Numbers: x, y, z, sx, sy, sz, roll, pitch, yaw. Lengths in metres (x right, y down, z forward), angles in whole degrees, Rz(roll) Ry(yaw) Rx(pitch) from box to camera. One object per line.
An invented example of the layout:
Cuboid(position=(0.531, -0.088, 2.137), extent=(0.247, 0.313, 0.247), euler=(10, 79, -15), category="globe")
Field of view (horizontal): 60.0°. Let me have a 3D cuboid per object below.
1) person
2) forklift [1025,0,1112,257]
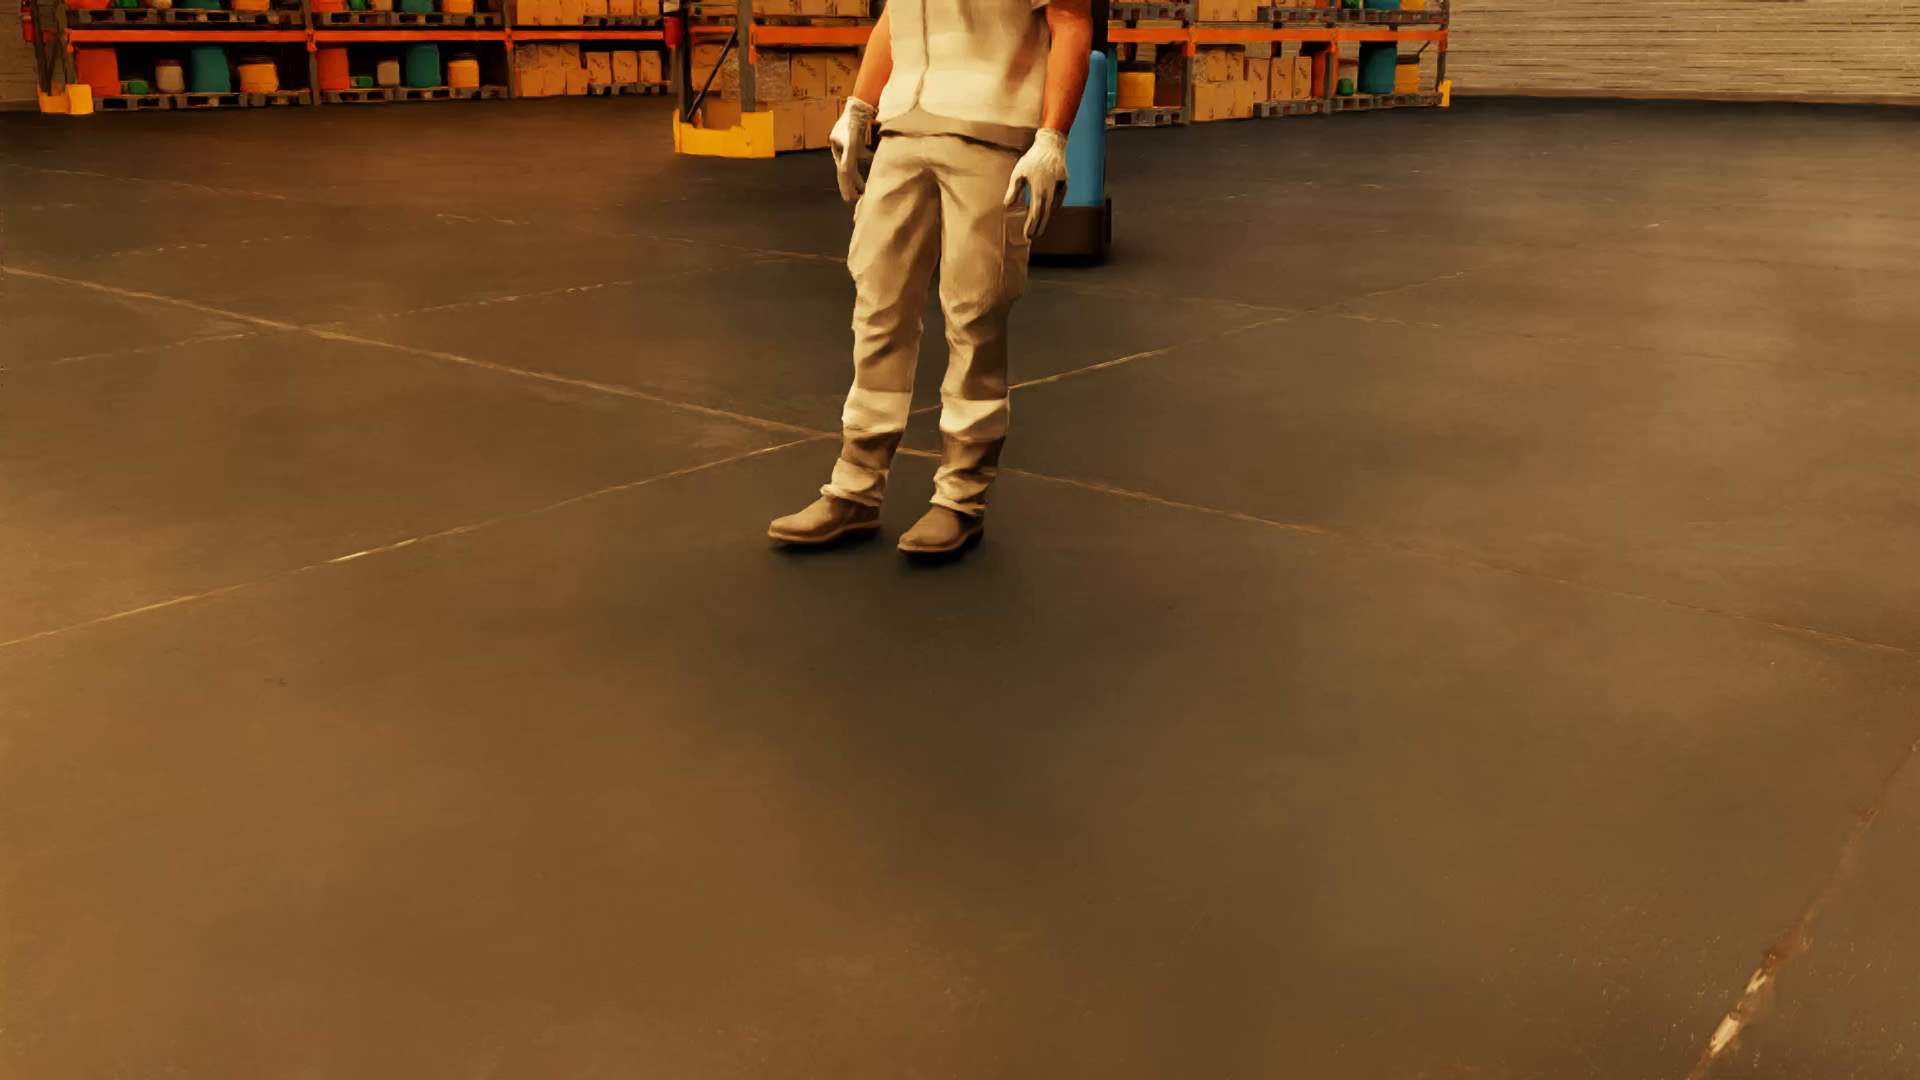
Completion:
Cuboid(position=(-0.060, -0.847, 3.627), extent=(0.637, 1.787, 0.563), euler=(13, 21, 37), category="person")
Cuboid(position=(0.312, -3.247, 9.593), extent=(1.130, 2.935, 3.031), euler=(1, 17, 3), category="forklift")
